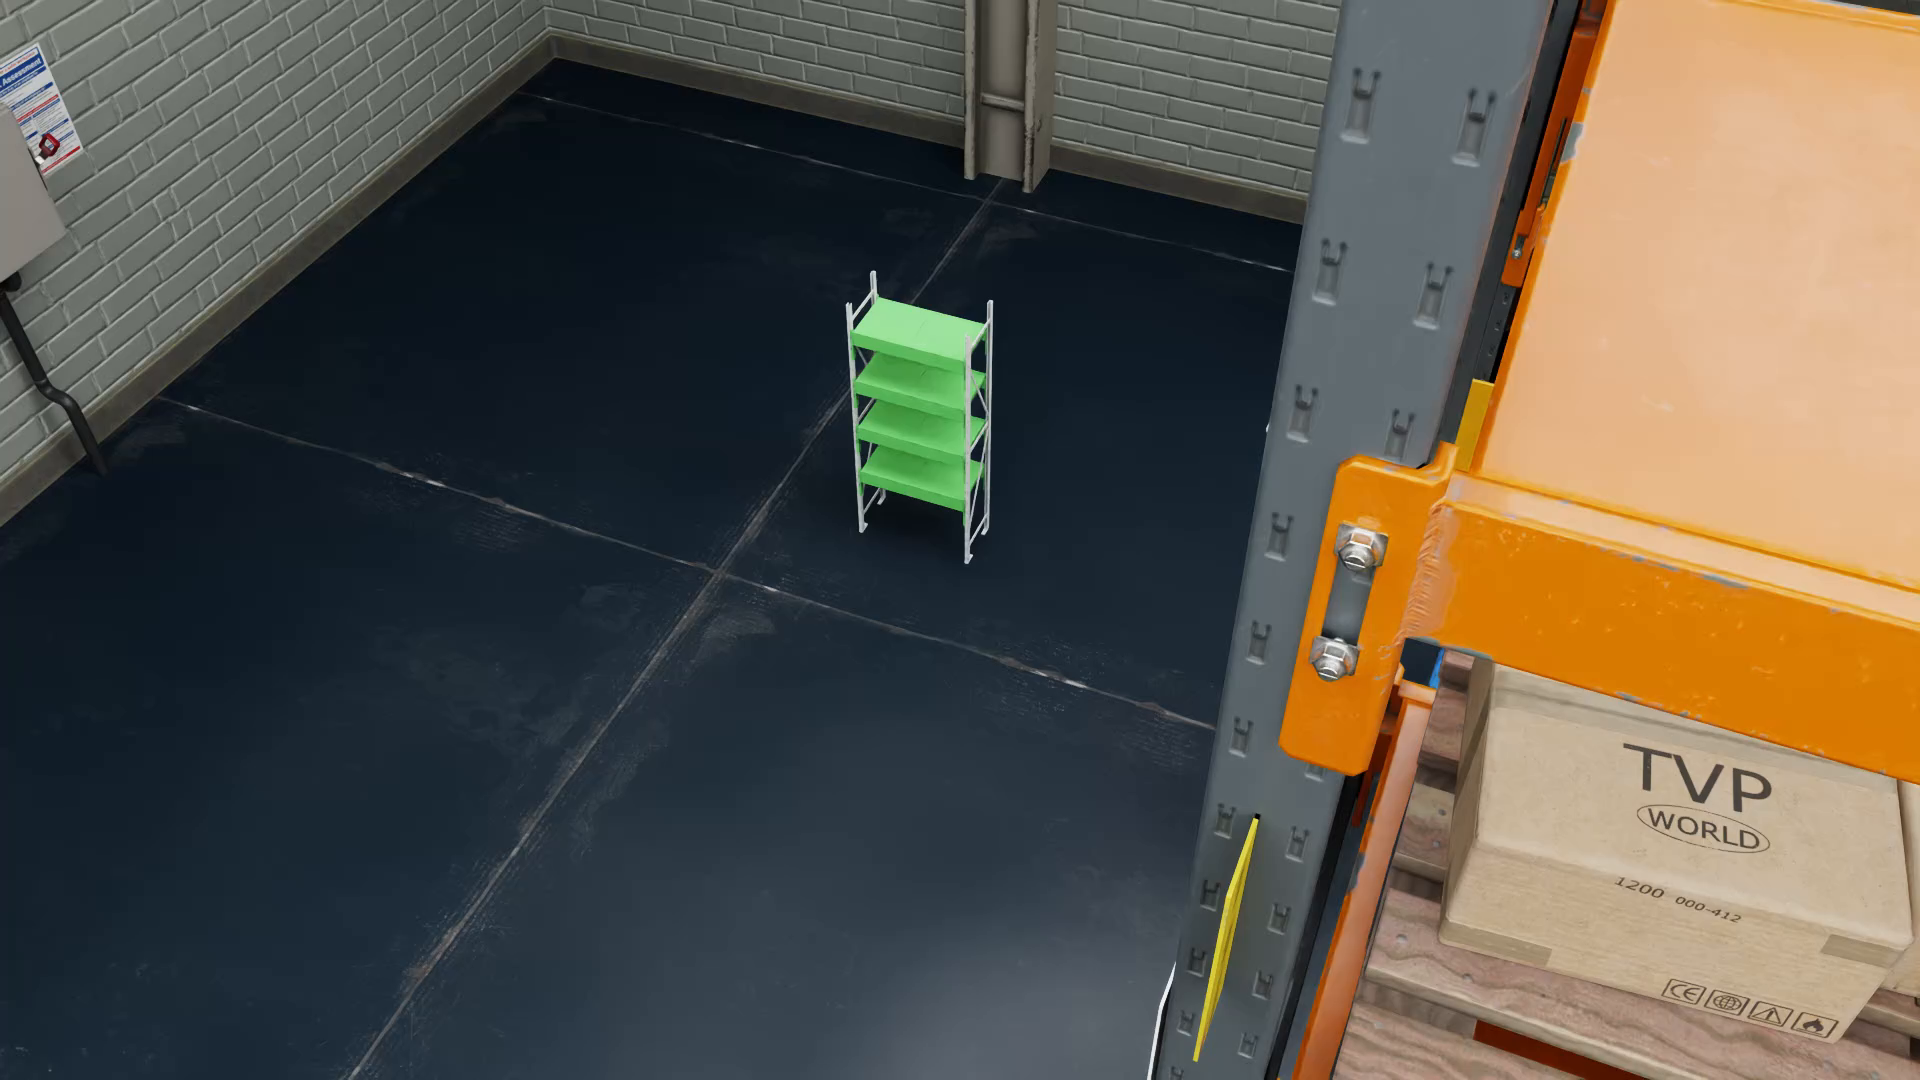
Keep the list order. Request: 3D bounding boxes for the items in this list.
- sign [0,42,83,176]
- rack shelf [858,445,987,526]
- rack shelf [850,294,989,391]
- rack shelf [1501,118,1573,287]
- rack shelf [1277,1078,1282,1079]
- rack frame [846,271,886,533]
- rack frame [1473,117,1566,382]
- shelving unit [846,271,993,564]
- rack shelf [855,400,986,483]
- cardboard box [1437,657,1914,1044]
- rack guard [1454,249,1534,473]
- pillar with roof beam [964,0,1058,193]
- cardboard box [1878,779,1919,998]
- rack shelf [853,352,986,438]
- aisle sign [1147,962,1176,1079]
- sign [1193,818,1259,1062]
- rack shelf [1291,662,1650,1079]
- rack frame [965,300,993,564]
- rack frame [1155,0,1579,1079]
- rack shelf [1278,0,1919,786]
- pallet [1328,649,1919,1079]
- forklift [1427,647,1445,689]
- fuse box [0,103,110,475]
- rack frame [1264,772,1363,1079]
[{"bbox_3d":[-3.776,-1.723,6.762,0.001,0.494,0.329,16,47,16],"label":"sign"},{"bbox_3d":[-0.153,-0.255,6.925,0.480,0.148,0.258,16,47,16],"label":"rack shelf"},{"bbox_3d":[-0.153,-0.765,6.417,0.480,0.148,0.258,16,47,16],"label":"rack shelf"},{"bbox_3d":[4.248,-0.969,6.447,4.000,0.370,1.077,16,47,16],"label":"rack shelf"},{"bbox_3d":[2.341,2.263,3.198,4.000,0.370,1.077,16,47,16],"label":"rack shelf"},{"bbox_3d":[-0.378,-0.537,6.777,0.015,1.200,0.240,16,47,16],"label":"rack frame"},{"bbox_3d":[2.402,-1.768,6.739,0.127,3.000,1.000,16,47,16],"label":"rack frame"},{"bbox_3d":[-0.153,-0.470,6.711,0.503,1.200,0.258,16,47,16],"label":"shelving unit"},{"bbox_3d":[-0.153,-0.425,6.756,0.480,0.148,0.258,16,47,16],"label":"rack shelf"},{"bbox_3d":[0.945,0.334,2.238,0.500,0.250,0.500,12,46,12],"label":"cardboard box"},{"bbox_3d":[2.473,-0.861,7.600,0.348,0.500,1.175,16,47,16],"label":"rack guard"},{"bbox_3d":[-1.396,-2.411,3.132,0.400,9.000,9.100,16,47,16],"label":"pillar with roof beam"},{"bbox_3d":[1.363,0.431,2.212,0.250,0.149,0.380,13,46,13],"label":"cardboard box"},{"bbox_3d":[-0.153,-0.595,6.587,0.480,0.148,0.258,16,47,16],"label":"rack shelf"},{"bbox_3d":[0.317,0.712,2.403,0.004,0.787,0.394,16,47,16],"label":"aisle sign"},{"bbox_3d":[0.276,0.423,1.735,0.005,0.325,0.100,16,47,16],"label":"sign"},{"bbox_3d":[2.341,1.199,2.140,4.000,0.370,1.077,16,47,16],"label":"rack shelf"},{"bbox_3d":[0.072,-0.404,6.644,0.015,1.200,0.240,16,47,16],"label":"rack frame"},{"bbox_3d":[0.495,-0.662,1.374,0.127,3.000,1.000,16,47,16],"label":"rack frame"},{"bbox_3d":[2.341,0.278,1.223,4.000,0.370,1.077,16,47,16],"label":"rack shelf"},{"bbox_3d":[1.184,0.627,2.268,1.213,0.211,1.003,16,47,16],"label":"pallet"},{"bbox_3d":[2.981,0.339,4.671,3.031,2.935,1.130,18,47,17],"label":"forklift"},{"bbox_3d":[-3.775,-0.922,6.803,0.414,1.711,0.539,16,47,16],"label":"fuse box"},{"bbox_3d":[0.495,1.465,3.490,0.127,3.000,1.000,16,47,16],"label":"rack frame"}]
